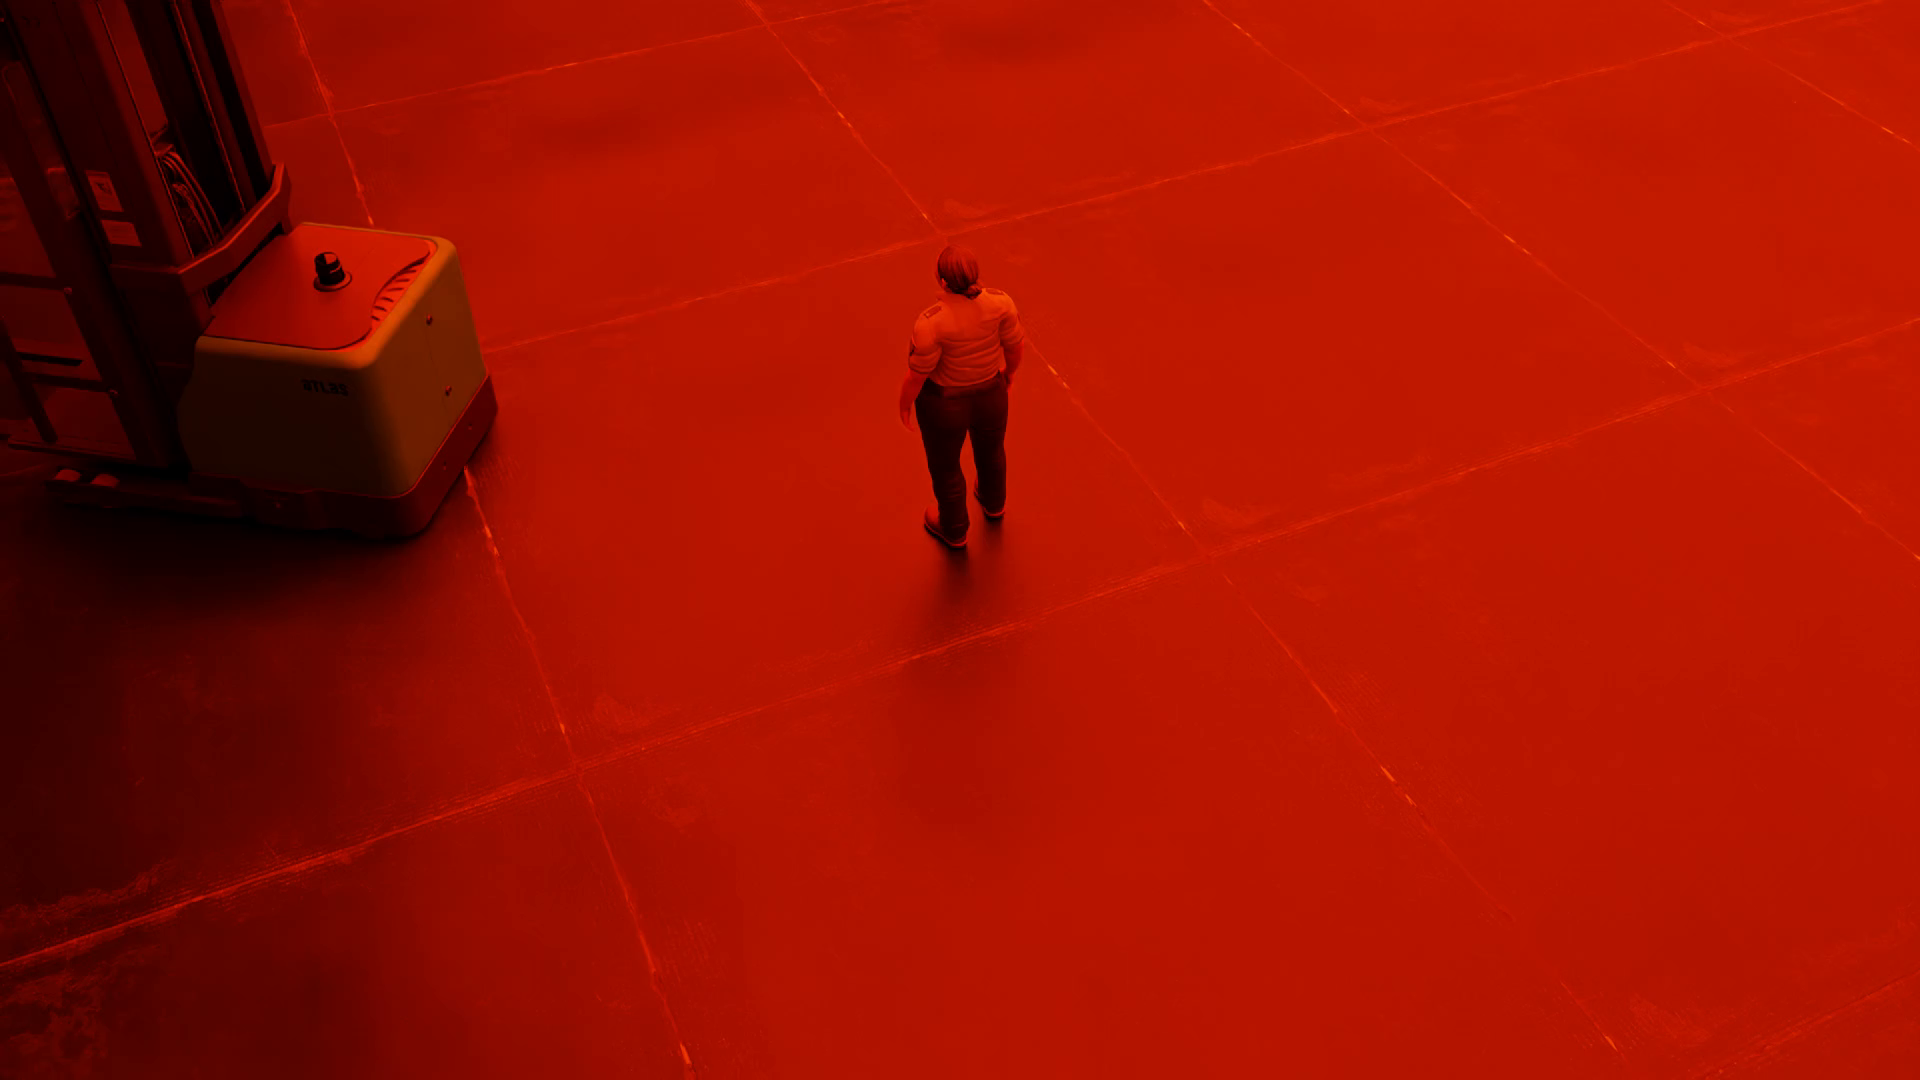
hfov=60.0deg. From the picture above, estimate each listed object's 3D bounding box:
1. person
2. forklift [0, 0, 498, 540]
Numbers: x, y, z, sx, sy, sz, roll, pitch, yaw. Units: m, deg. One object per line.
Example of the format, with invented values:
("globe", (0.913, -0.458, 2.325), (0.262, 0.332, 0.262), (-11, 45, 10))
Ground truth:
("person", (-0.017, -0.669, 7.327), (0.599, 1.650, 0.503), (-18, 46, -18))
("forklift", (-3.907, -1.570, 7.362), (3.031, 2.935, 1.130), (8, 44, 8))
